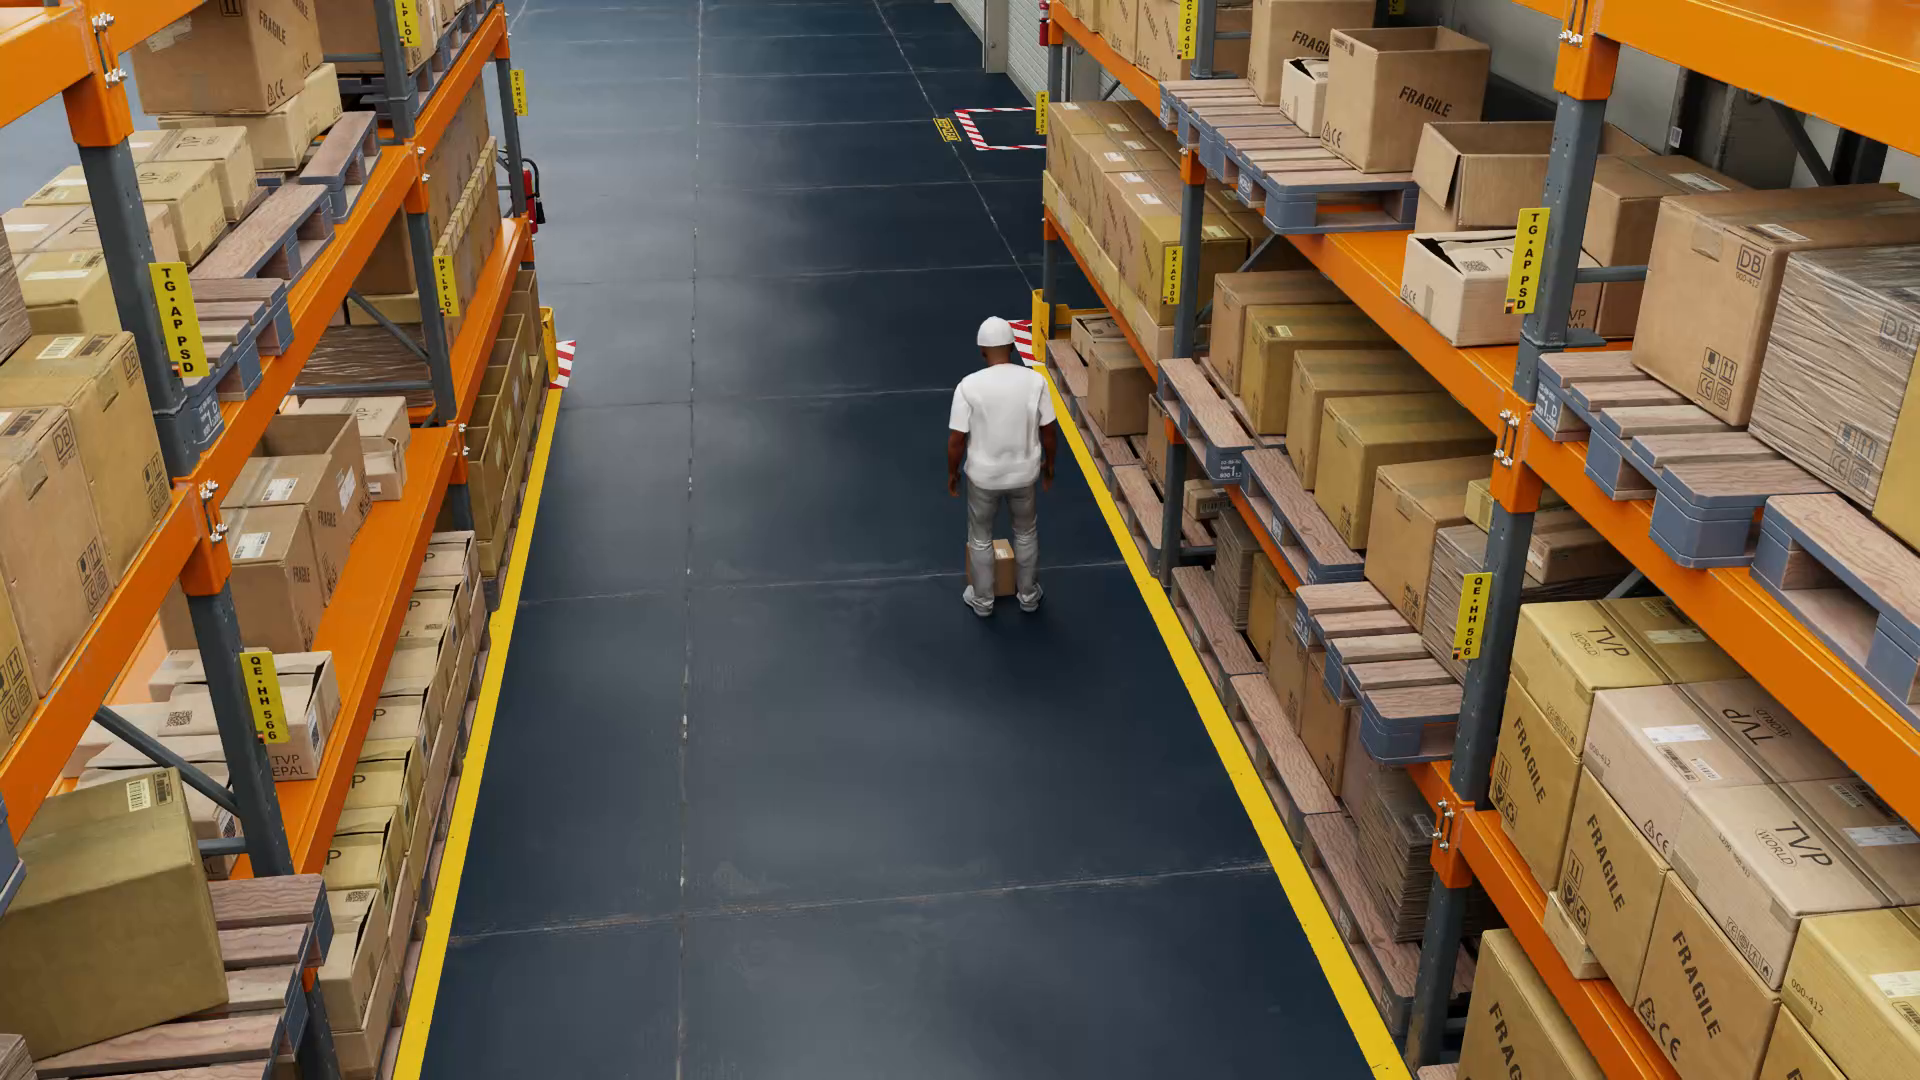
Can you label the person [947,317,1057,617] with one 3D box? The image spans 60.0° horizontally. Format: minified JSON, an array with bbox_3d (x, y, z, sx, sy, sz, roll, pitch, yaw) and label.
[{"bbox_3d":[0.233,-0.399,9.380,0.627,1.761,0.458,-5,27,-9],"label":"person"}]
